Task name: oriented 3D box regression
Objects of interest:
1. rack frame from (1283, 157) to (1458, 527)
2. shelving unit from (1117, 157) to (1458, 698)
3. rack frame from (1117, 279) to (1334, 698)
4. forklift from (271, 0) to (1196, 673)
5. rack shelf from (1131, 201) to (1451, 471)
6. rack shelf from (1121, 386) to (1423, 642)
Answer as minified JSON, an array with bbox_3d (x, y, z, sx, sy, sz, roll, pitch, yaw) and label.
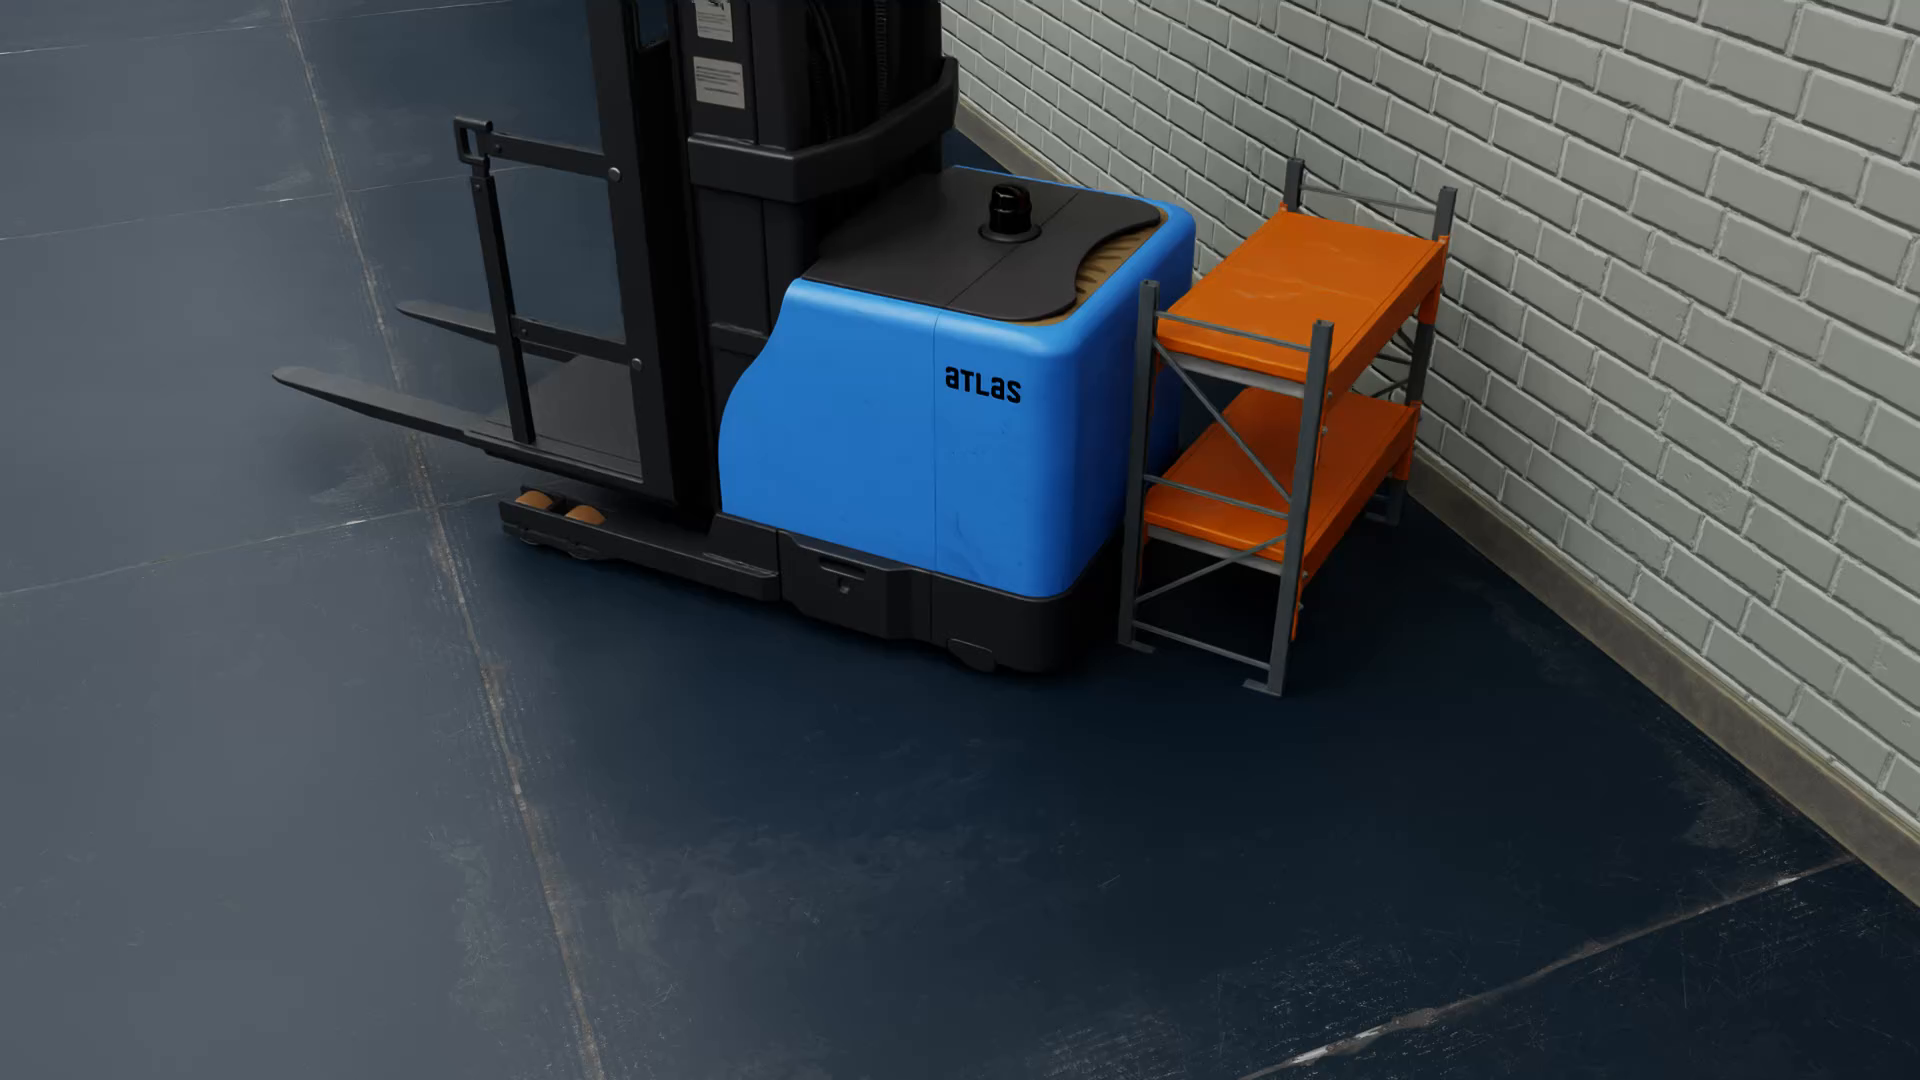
[{"bbox_3d":[1.191,-0.590,5.125,0.500,1.125,0.032,18,37,25],"label":"rack frame"},{"bbox_3d":[0.933,-0.351,4.758,0.538,1.125,1.048,18,37,25],"label":"shelving unit"},{"bbox_3d":[0.675,-0.112,4.391,0.500,1.125,0.032,18,37,25],"label":"rack frame"},{"bbox_3d":[-0.865,-1.407,4.725,3.031,2.935,1.130,15,36,22],"label":"forklift"},{"bbox_3d":[0.933,-0.596,4.598,0.538,0.278,1.000,18,37,25],"label":"rack shelf"},{"bbox_3d":[0.933,-0.146,4.891,0.538,0.278,1.000,18,37,25],"label":"rack shelf"}]
